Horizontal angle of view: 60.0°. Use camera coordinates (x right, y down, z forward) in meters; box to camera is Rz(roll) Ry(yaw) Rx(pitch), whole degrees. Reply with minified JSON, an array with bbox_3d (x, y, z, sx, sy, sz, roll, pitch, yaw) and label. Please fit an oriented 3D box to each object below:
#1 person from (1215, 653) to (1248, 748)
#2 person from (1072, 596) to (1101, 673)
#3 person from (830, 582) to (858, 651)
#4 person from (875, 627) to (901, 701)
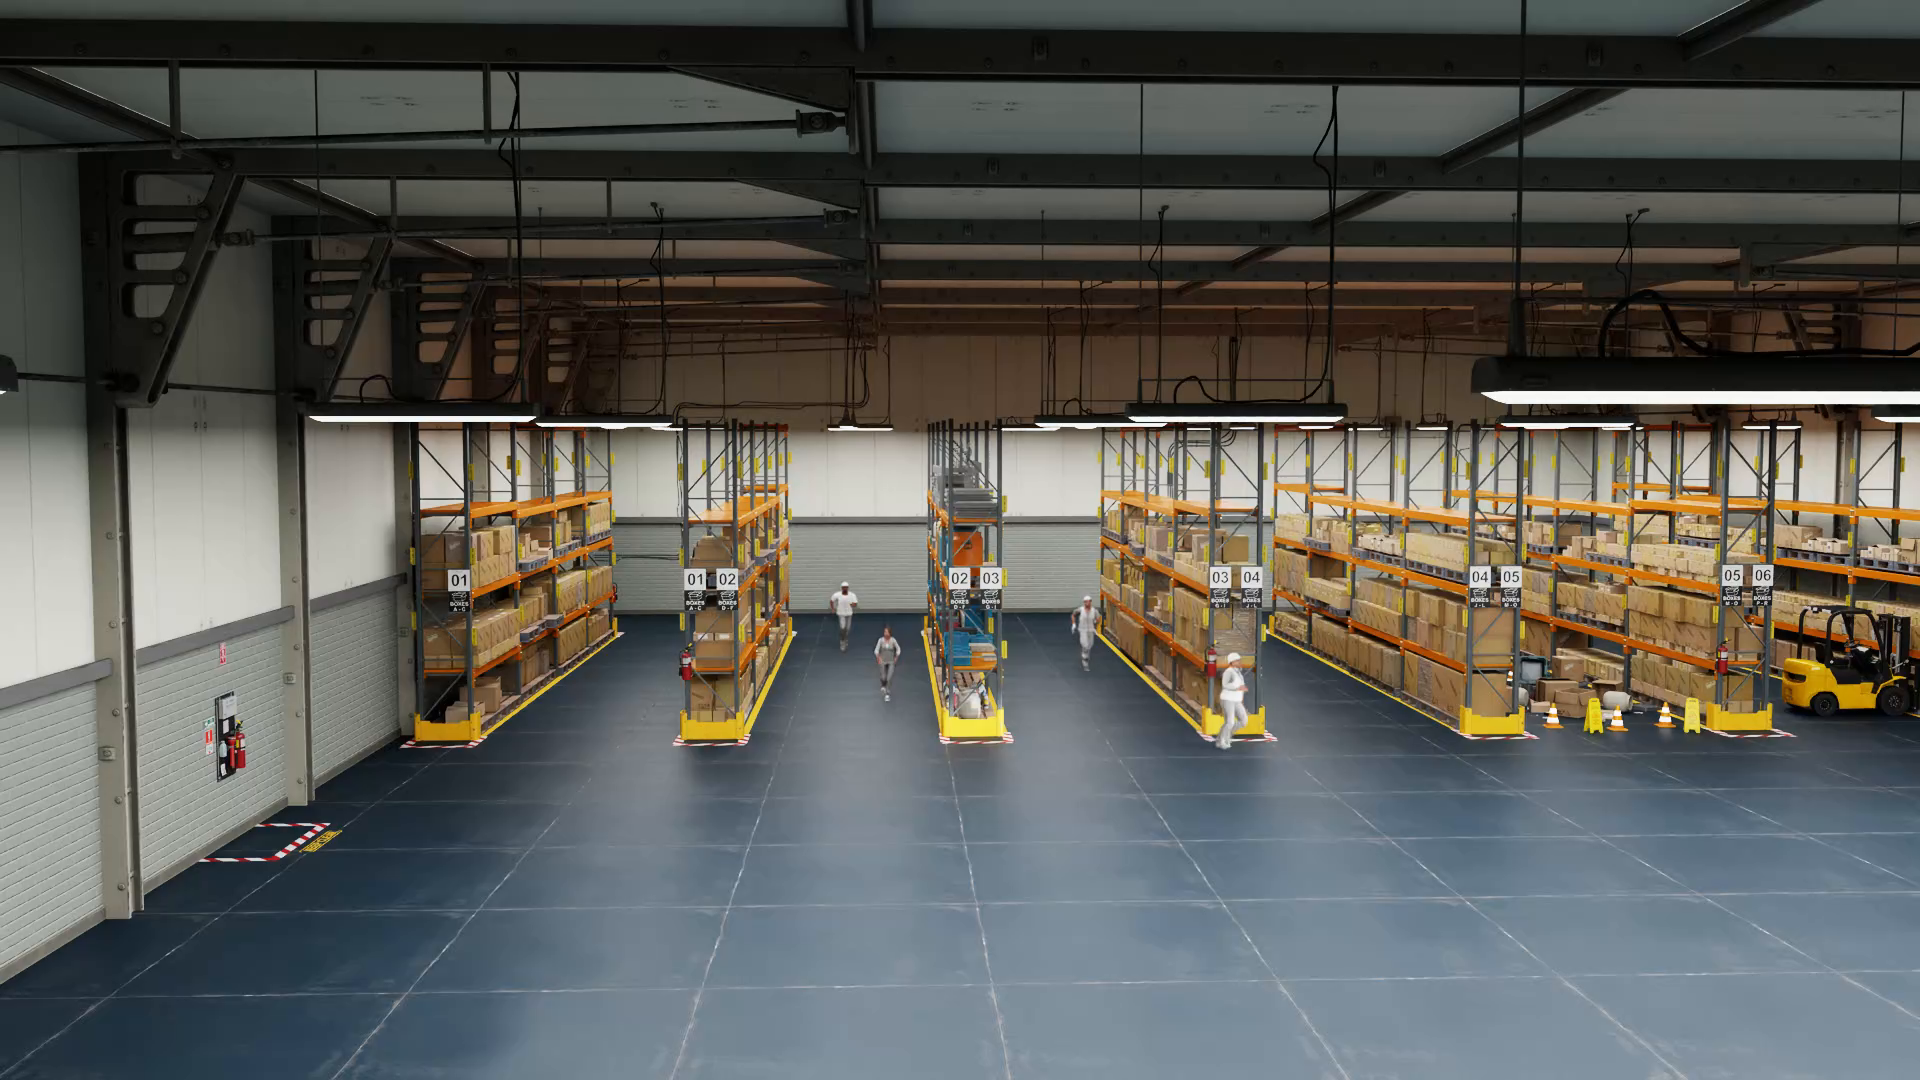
[{"bbox_3d":[5.010,2.920,30.240,0.631,1.737,0.670,3,5,38],"label":"person"},{"bbox_3d":[3.051,2.257,40.096,0.643,1.844,0.876,-1,4,-14],"label":"person"},{"bbox_3d":[-3.057,2.019,44.109,0.673,1.827,0.770,-1,4,-17],"label":"person"},{"bbox_3d":[-1.551,2.657,35.814,0.559,1.575,0.539,0,4,-2],"label":"person"}]
